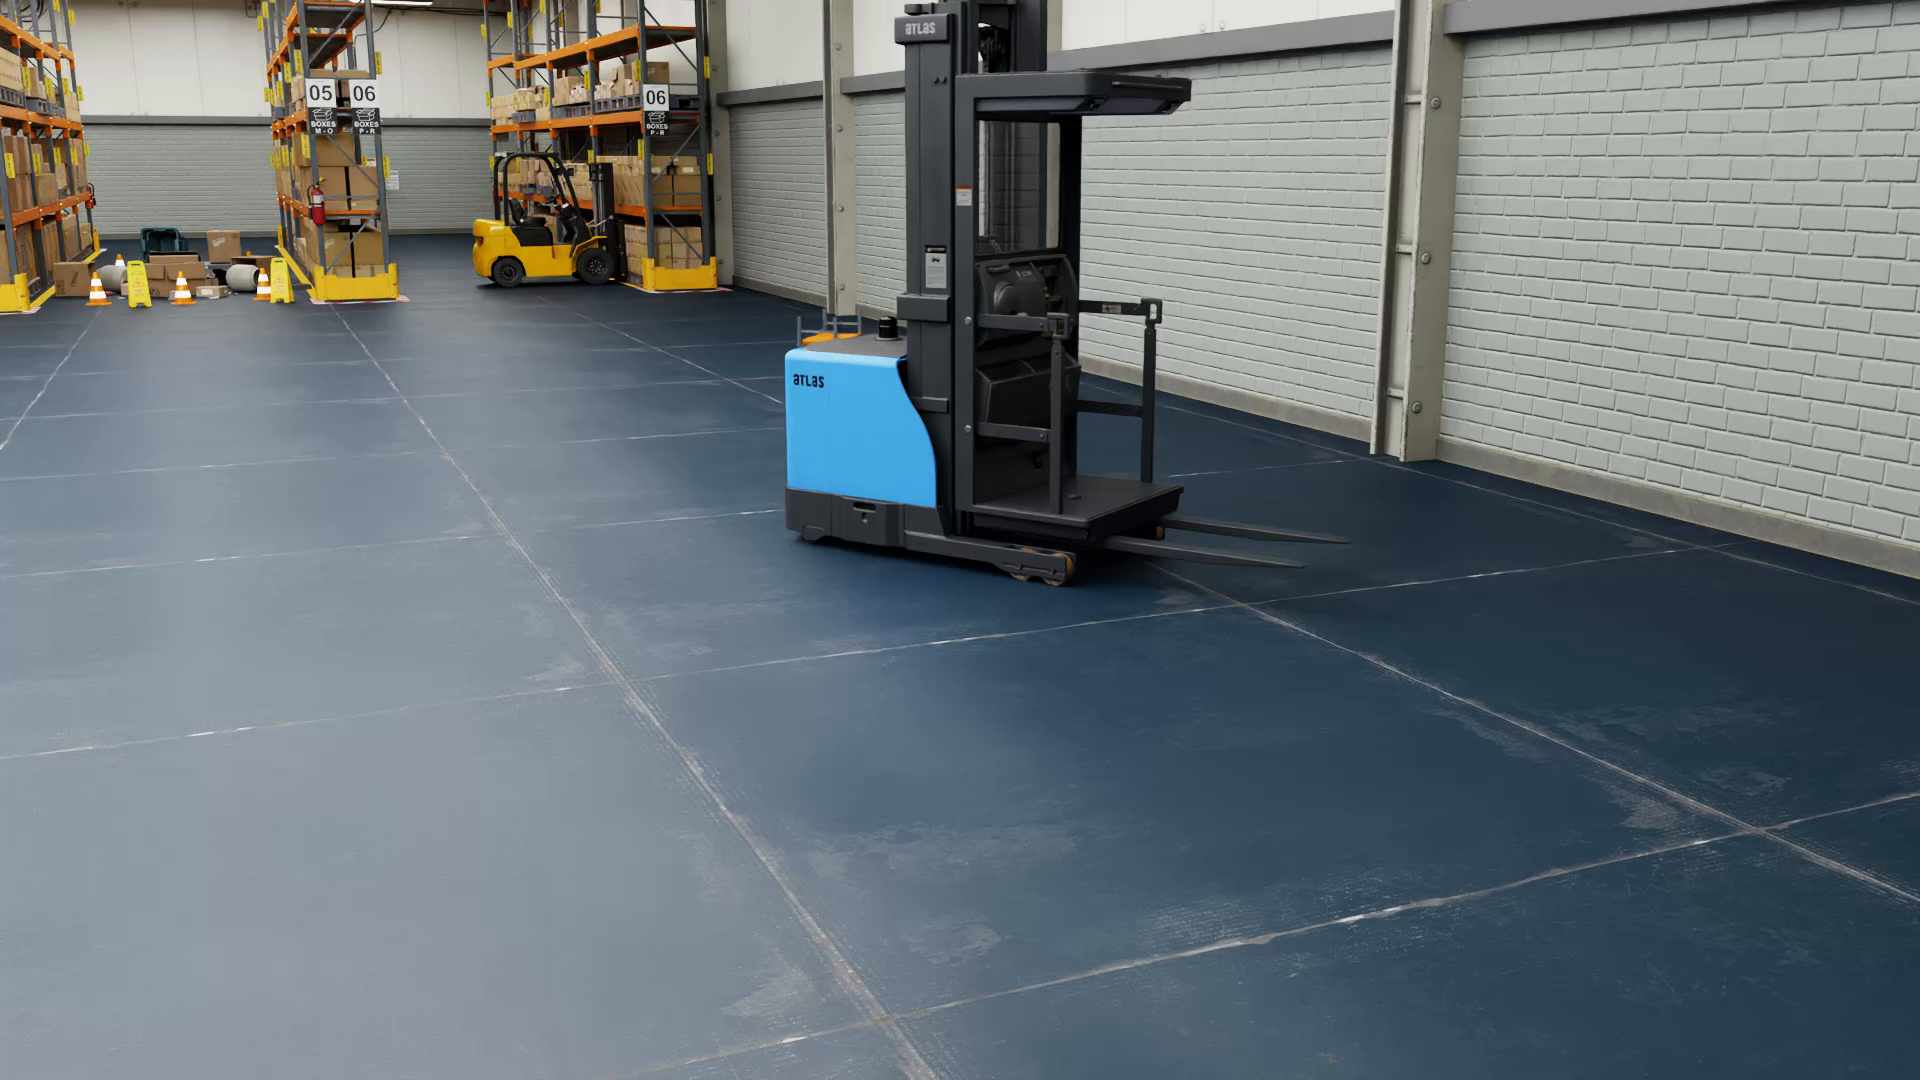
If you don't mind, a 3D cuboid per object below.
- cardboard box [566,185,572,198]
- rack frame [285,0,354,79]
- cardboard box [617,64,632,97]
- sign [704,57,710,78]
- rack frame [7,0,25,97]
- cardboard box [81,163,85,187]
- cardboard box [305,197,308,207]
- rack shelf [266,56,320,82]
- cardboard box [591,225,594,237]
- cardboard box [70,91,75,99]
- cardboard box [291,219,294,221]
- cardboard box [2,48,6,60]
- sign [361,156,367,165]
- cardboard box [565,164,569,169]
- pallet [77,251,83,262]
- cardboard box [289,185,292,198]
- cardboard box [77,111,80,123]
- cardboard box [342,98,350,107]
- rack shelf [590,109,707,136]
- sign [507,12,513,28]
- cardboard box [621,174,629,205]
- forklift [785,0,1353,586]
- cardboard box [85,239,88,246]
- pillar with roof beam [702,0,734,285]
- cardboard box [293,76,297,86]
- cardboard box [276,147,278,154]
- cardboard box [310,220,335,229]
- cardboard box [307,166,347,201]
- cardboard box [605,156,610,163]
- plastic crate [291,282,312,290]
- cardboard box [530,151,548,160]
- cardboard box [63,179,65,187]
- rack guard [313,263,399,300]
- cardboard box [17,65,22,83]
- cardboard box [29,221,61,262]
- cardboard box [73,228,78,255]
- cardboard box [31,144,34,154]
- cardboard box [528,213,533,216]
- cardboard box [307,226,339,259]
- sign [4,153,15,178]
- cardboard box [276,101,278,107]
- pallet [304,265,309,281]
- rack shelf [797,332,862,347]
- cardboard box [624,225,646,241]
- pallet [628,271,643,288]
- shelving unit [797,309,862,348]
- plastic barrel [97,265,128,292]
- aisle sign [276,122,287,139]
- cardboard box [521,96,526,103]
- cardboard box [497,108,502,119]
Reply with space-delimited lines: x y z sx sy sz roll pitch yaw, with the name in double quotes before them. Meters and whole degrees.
"cardboard box" -7.397 -6.819 32.511 0.500 0.250 0.500 -6 14 -25
"rack frame" -10.704 -8.863 27.706 1.000 3.000 0.127 -6 14 -23
"cardboard box" -5.275 -7.616 27.597 0.700 0.500 0.500 -6 14 -23
"sign" -4.045 -7.537 26.518 0.100 0.325 0.005 -6 14 -23
"rack frame" -15.200 -8.395 25.684 1.000 3.000 0.127 -6 14 -23
"cardboard box" -19.177 -7.865 35.816 0.500 0.500 0.500 -6 14 -23
"cardboard box" -10.368 -5.458 26.859 0.380 0.149 0.250 -6 14 -23
"rack shelf" -14.710 -10.383 36.759 1.077 0.370 4.000 -6 14 -23
"cardboard box" -6.377 -5.544 31.005 0.875 0.625 0.625 -5 14 -20
"cardboard box" -19.286 -9.578 35.787 0.380 0.149 0.250 -5 14 -22
"cardboard box" -15.155 -7.248 38.786 0.875 0.438 0.875 -6 14 -25
"cardboard box" -13.947 -6.987 23.889 0.380 0.149 0.250 -6 14 -24
"sign" -10.210 -6.412 28.503 0.100 0.325 0.005 -6 14 -23
"cardboard box" -7.552 -7.329 32.724 0.380 0.149 0.250 -5 14 -22
"pallet" -18.091 -5.606 33.122 1.003 0.211 1.213 -6 14 -23
"cardboard box" -12.747 -6.774 32.320 0.500 0.250 0.500 -6 14 -25
"cardboard box" -19.371 -9.165 35.996 0.500 0.250 0.500 -6 14 -23
"cardboard box" -9.125 -6.597 25.124 0.380 0.149 0.250 -6 14 -25
"rack shelf" -5.357 -7.087 28.280 1.077 0.370 4.000 -6 14 -23
"sign" -9.867 -11.413 36.478 0.100 0.325 0.005 -6 14 -23
"cardboard box" -5.398 -5.903 28.002 0.500 0.500 0.500 -6 14 -24
"forklift" 0.532 -1.334 8.634 3.031 2.935 1.130 8 15 32
"cardboard box" -19.020 -6.415 35.828 0.380 0.149 0.250 -5 14 -22
"pillar with roof beam" -7.953 -8.322 25.369 9.100 9.000 0.400 -6 14 -23
"cardboard box" -10.568 -7.410 26.869 0.380 0.149 0.250 -6 14 -23
"cardboard box" -14.759 -8.411 36.620 0.500 0.500 0.500 -5 14 -22
"cardboard box" -10.072 -4.979 26.293 0.380 0.149 0.250 -5 14 -21
"cardboard box" -9.572 -5.394 25.144 0.500 0.500 0.500 -6 14 -24
"cardboard box" -5.995 -6.646 29.112 0.380 0.149 0.250 -5 14 -22
"plastic crate" -10.827 -4.119 26.990 0.402 0.080 0.583 -12 18 -42
"cardboard box" -9.715 -8.811 38.796 0.500 0.500 0.500 -6 14 -25
"cardboard box" -17.861 -7.038 32.751 0.380 0.149 0.250 -6 14 -23
"rack guard" -9.133 -3.911 25.161 1.175 0.500 0.348 -6 14 -23
"cardboard box" -14.767 -7.180 25.608 0.500 0.250 0.500 -6 14 -24
"cardboard box" -16.640 -5.273 29.559 1.050 0.750 0.750 -6 14 -24
"cardboard box" -17.672 -5.875 32.716 0.500 0.500 0.500 -6 14 -24
"cardboard box" -16.015 -6.425 28.038 0.700 0.500 0.500 -6 14 -24
"cardboard box" -9.463 -7.247 37.202 0.380 0.149 0.250 -5 14 -20
"cardboard box" -10.490 -4.915 27.455 0.500 0.500 0.500 -5 14 -21
"sign" -13.086 -5.155 22.894 0.100 0.325 0.005 -6 14 -23
"cardboard box" -13.723 -8.852 33.898 0.380 0.166 0.250 -7 15 -27
"pallet" -11.018 -4.742 29.391 1.003 0.211 1.213 -6 14 -23
"rack shelf" -0.771 -1.144 9.907 0.258 0.148 0.480 3 13 13
"cardboard box" -5.447 -5.190 28.092 0.500 0.250 0.500 -5 14 -22
"pallet" -4.900 -4.358 27.733 1.003 0.211 1.213 -6 14 -23
"shelving unit" -0.771 -0.761 9.995 0.258 1.200 0.503 3 13 13
"plastic barrel" -13.340 -4.121 26.237 0.512 0.421 0.421 4 14 16
"aisle sign" -15.806 -9.674 38.752 0.394 0.787 0.004 -6 14 -23
"cardboard box" -9.283 -9.522 35.952 0.380 0.149 0.250 -6 14 -24
"cardboard box" -10.621 -10.075 39.270 0.500 0.250 0.500 -6 14 -25
